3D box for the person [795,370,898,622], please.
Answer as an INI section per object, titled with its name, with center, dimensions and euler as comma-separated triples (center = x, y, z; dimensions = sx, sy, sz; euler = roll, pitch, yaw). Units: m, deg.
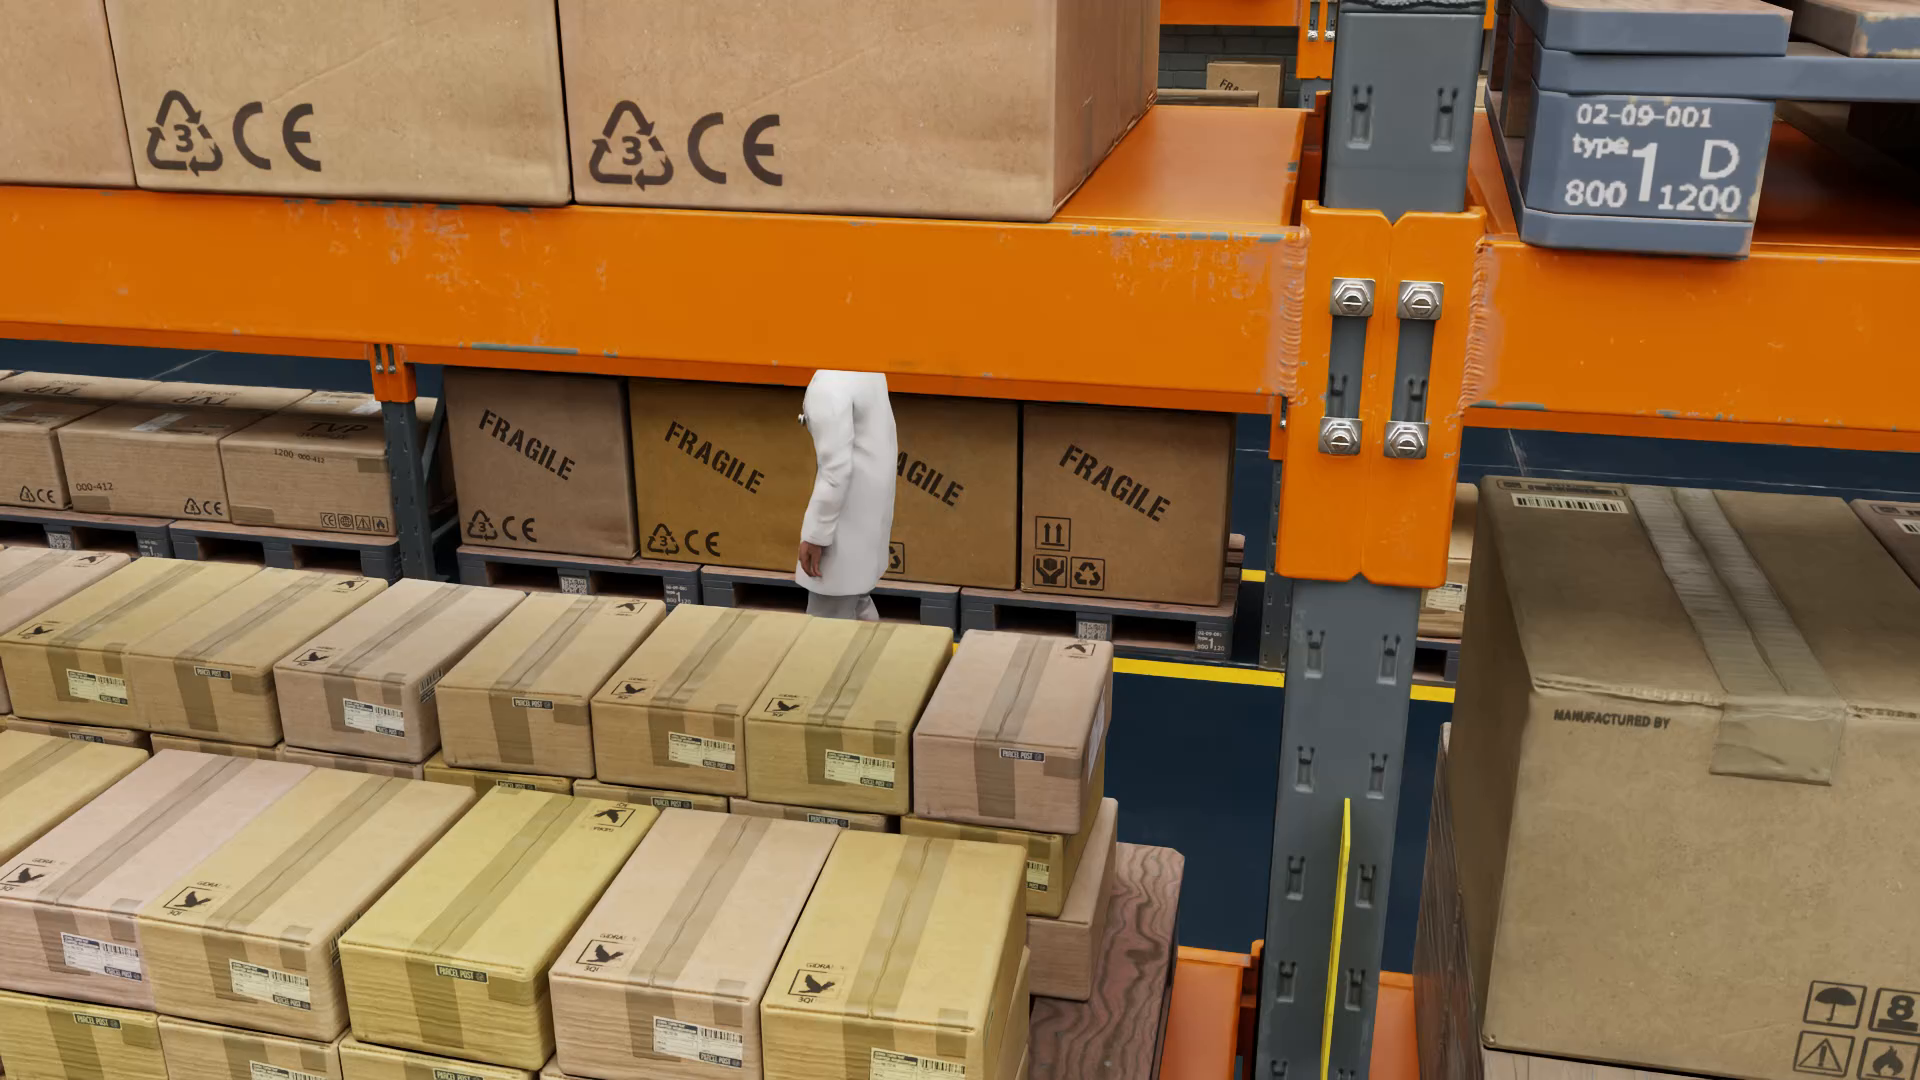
[person]
center = -0.451, -0.079, 6.309
dimensions = 0.425, 1.774, 0.645
euler = 4, 22, 11
